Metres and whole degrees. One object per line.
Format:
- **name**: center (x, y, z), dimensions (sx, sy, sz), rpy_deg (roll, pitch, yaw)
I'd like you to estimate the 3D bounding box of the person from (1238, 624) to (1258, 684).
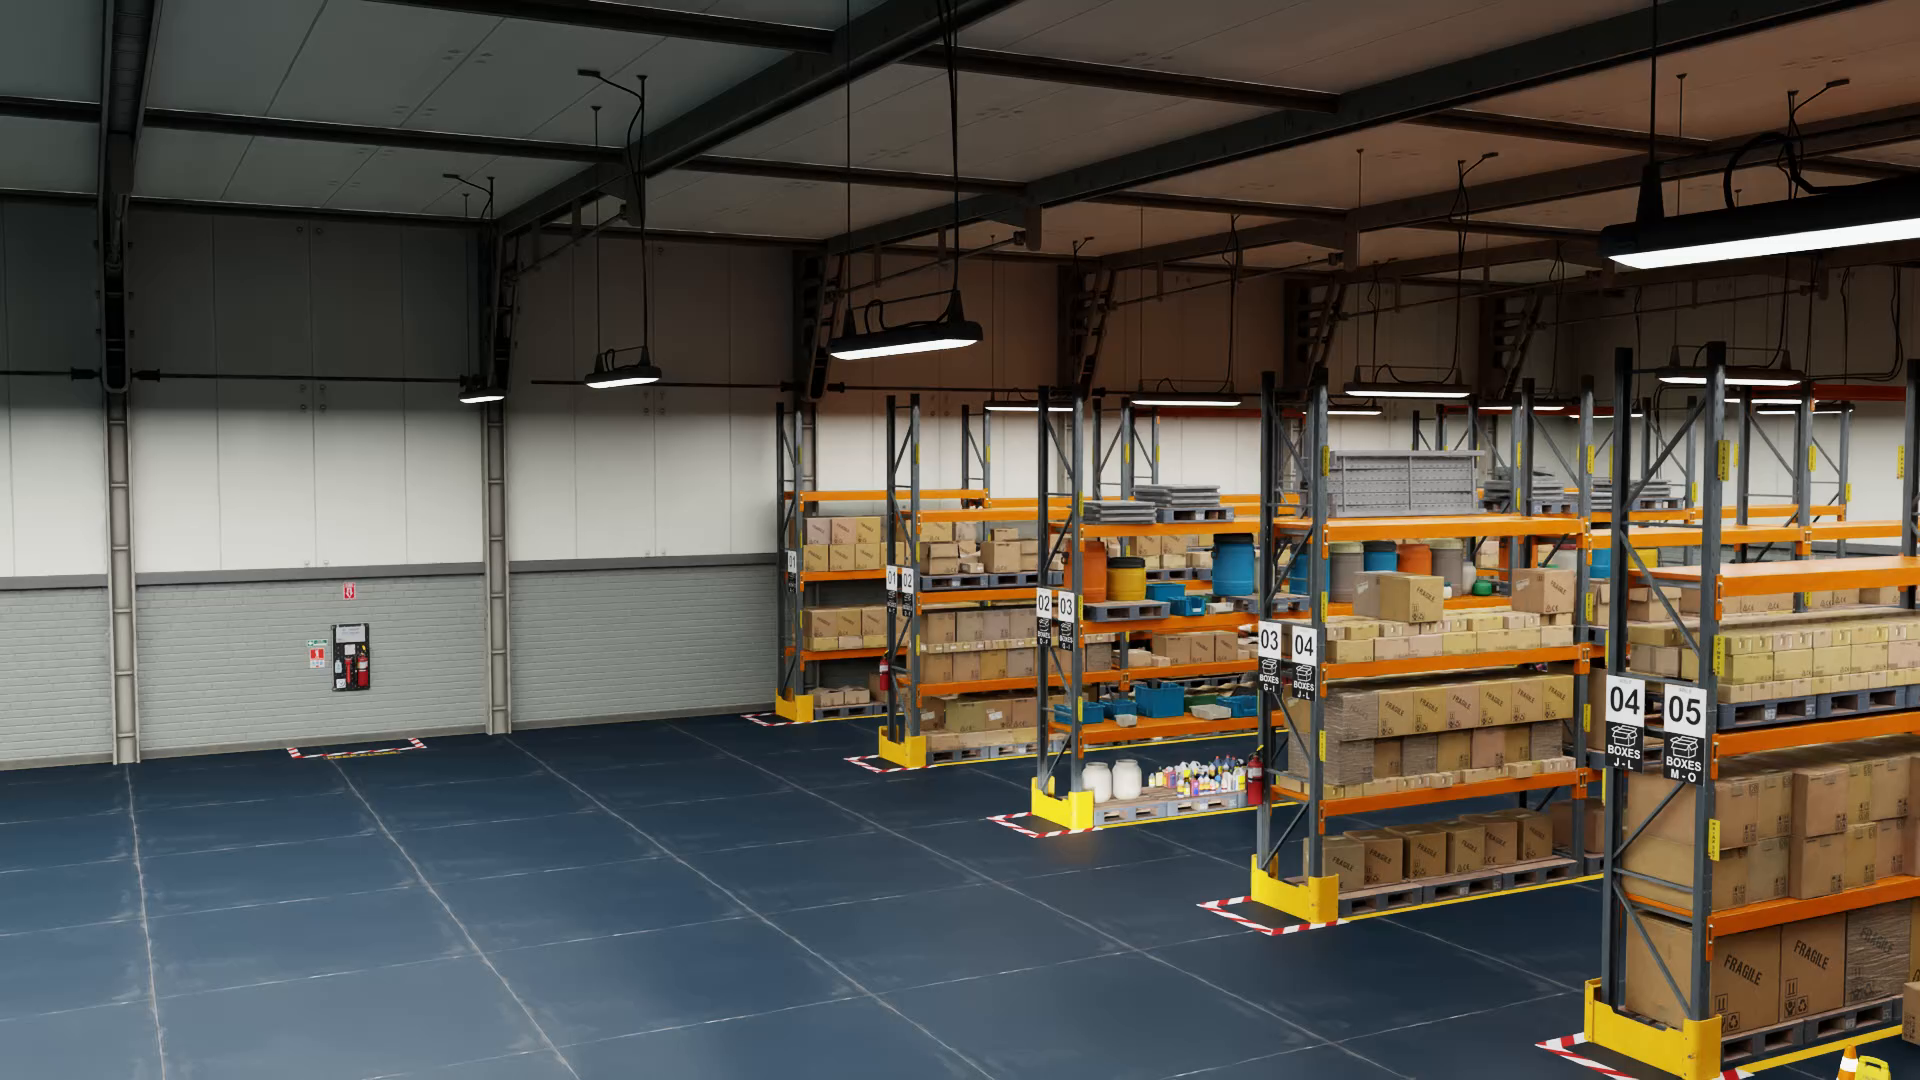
- **person**: center (5.755, 2.473, 32.690), dimensions (0.721, 1.687, 0.697), rpy_deg (-1, 3, -18)
